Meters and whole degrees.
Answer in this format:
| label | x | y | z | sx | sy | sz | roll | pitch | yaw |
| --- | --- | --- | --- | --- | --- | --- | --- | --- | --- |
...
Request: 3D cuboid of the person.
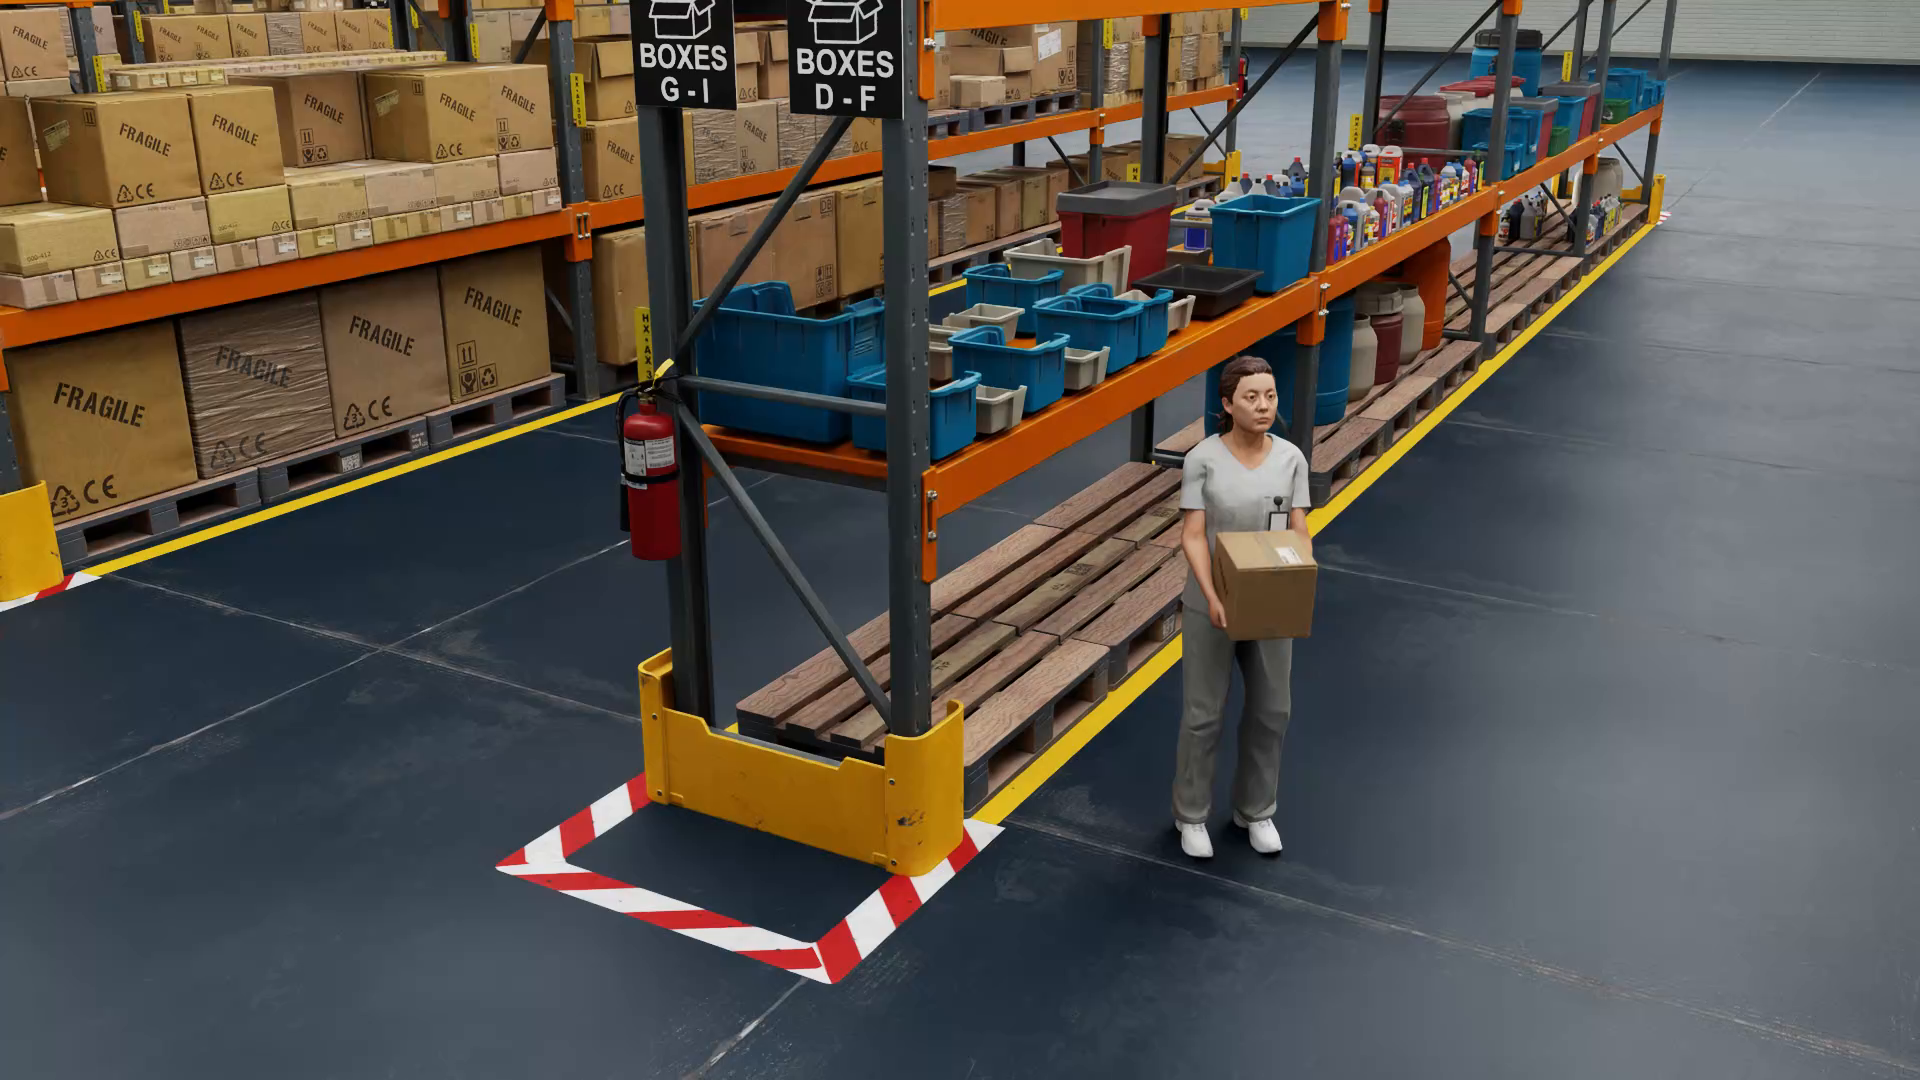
| label | x | y | z | sx | sy | sz | roll | pitch | yaw |
| --- | --- | --- | --- | --- | --- | --- | --- | --- | --- |
| person | 0.920 | 0.247 | 5.390 | 0.438 | 1.662 | 0.553 | -2 | 20 | -6 |
